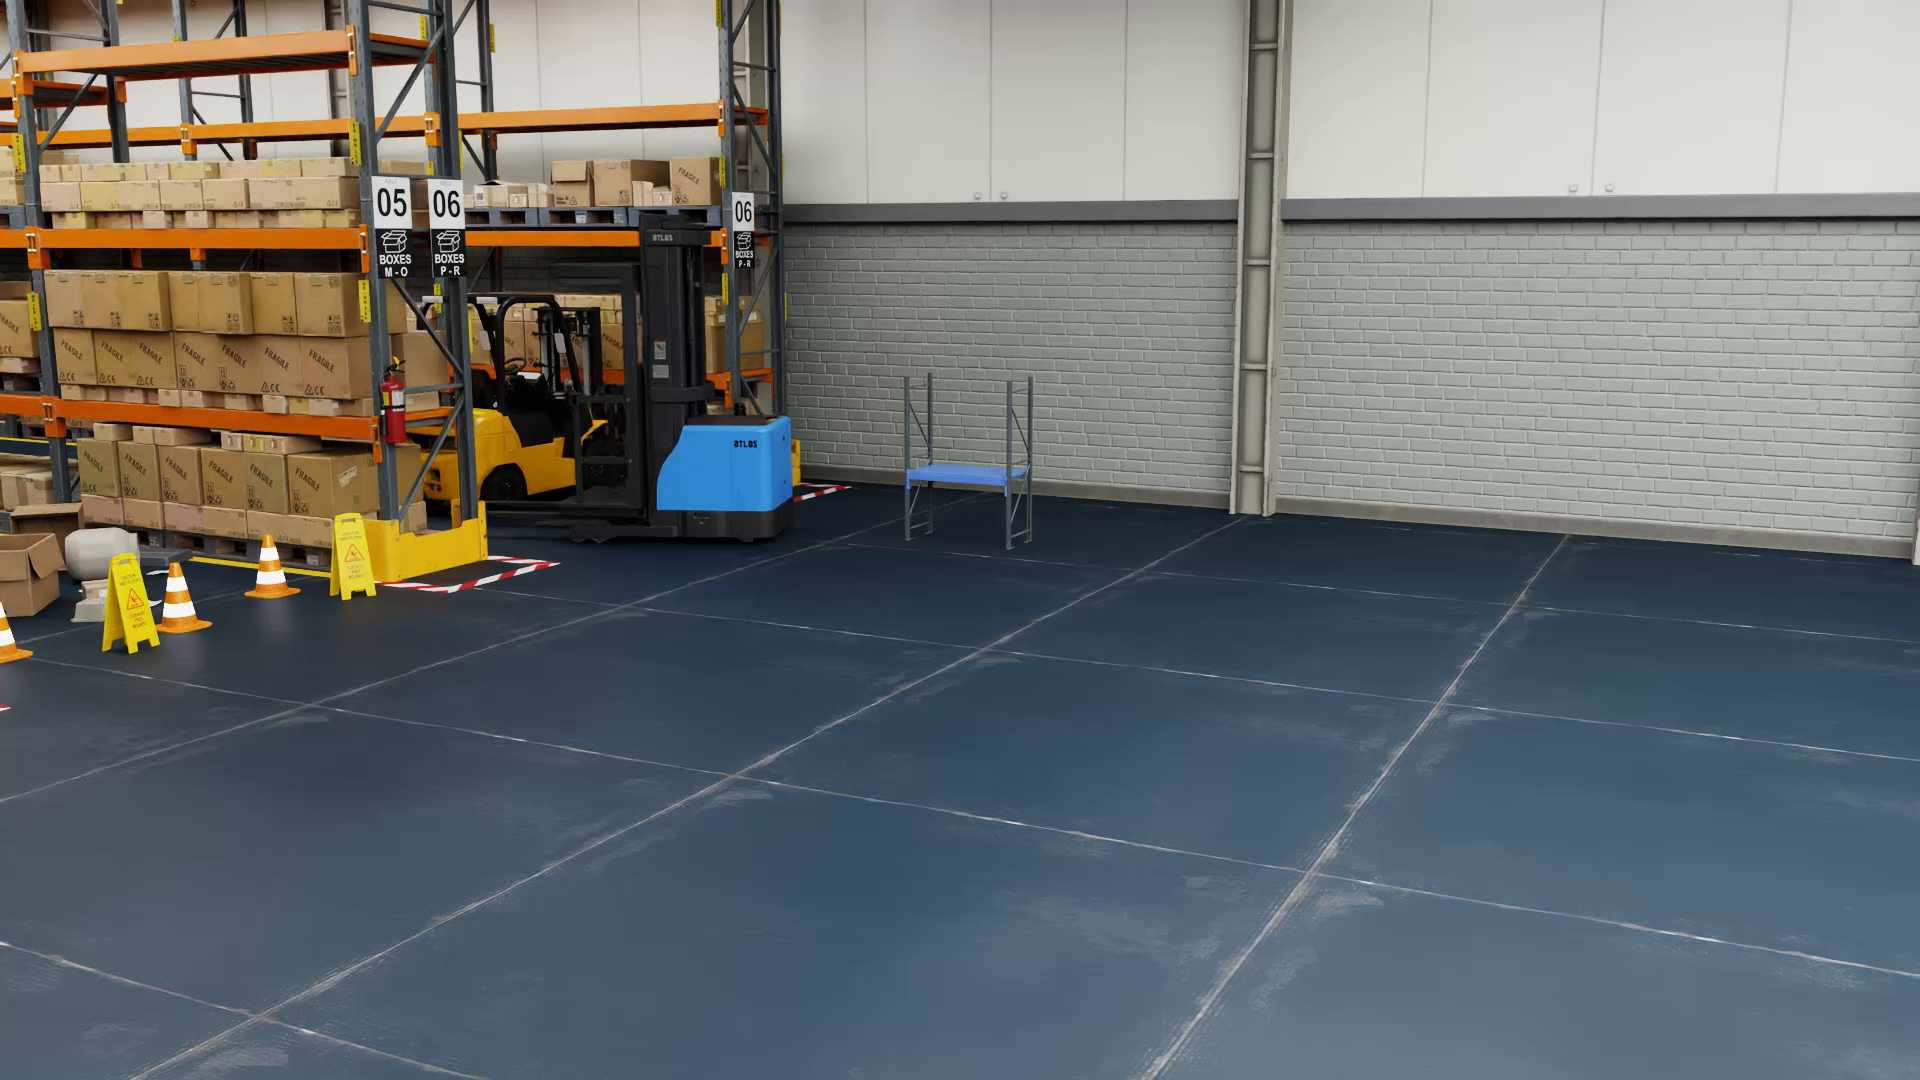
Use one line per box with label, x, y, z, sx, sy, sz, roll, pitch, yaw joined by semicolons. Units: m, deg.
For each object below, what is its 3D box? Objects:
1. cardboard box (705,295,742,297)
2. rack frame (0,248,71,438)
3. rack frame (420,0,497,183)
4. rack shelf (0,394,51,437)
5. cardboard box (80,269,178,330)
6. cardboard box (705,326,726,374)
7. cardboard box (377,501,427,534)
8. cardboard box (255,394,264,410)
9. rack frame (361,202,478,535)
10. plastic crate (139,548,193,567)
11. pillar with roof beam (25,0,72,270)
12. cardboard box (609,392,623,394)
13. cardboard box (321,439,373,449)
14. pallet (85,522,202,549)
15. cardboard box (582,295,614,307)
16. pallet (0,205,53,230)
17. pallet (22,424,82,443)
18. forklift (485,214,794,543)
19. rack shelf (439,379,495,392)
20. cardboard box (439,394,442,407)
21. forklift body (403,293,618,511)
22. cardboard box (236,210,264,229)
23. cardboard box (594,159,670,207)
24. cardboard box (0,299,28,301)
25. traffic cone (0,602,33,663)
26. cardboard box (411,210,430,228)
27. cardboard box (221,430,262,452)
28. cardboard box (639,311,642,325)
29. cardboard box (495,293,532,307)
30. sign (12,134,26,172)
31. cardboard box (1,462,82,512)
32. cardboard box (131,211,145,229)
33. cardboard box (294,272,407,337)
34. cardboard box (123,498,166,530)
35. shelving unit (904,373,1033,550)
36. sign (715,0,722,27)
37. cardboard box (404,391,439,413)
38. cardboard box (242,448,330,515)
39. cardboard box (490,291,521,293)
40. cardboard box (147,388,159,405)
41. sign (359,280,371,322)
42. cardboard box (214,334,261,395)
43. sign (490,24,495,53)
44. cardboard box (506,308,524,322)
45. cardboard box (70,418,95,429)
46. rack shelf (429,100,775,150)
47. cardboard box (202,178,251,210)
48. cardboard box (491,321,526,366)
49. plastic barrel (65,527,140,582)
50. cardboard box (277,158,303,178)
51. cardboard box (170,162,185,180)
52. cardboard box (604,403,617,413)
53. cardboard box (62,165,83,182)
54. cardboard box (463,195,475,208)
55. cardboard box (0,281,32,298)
cardboard box;-2.621;-2.631;18.428;0.250;0.149;0.380;5;12;28
rack frame;-12.965;-2.970;23.240;0.127;3.000;1.000;5;11;26
rack frame;-5.791;-5.292;19.223;0.127;3.000;1.000;5;11;26
rack shelf;-9.777;-1.351;16.310;4.000;0.370;1.077;5;11;26
cardboard box;-7.237;-2.122;14.626;0.500;0.500;0.700;5;11;26
cardboard box;-2.761;-2.071;17.989;0.500;0.500;0.500;5;11;25
cardboard box;-4.998;-0.193;14.436;0.500;0.250;0.500;5;11;25
cardboard box;-5.735;-1.187;14.094;0.250;0.149;0.380;5;11;27
rack frame;-4.397;-1.232;13.633;0.127;3.000;1.000;5;11;26
plastic crate;-6.939;0.144;14.228;0.583;0.080;0.402;1;10;6
pillar with roof beam;-15.096;-5.434;20.005;0.548;9.000;9.100;5;11;26
cardboard box;-3.901;-1.560;19.181;0.500;0.250;0.500;5;11;25
cardboard box;-5.490;-0.604;14.603;0.500;0.500;0.500;5;11;24
pallet;-7.366;-0.128;15.362;1.213;0.211;1.003;5;11;26
cardboard box;-3.996;-2.654;18.555;0.250;0.149;0.380;5;11;27
pallet;-8.490;-2.996;15.487;1.003;0.211;1.213;5;11;26
pallet;-12.219;-1.540;23.168;1.213;0.211;1.003;5;11;26
forklift;-3.133;-1.509;15.356;3.031;2.935;1.130;1;10;6
rack shelf;-7.585;-2.144;20.692;4.000;0.370;1.077;5;11;26
cardboard box;-6.264;-1.417;20.148;0.625;0.625;0.875;6;12;28
forklift body;-4.712;-1.465;17.307;1.214;2.155;2.313;5;11;26
cardboard box;-5.744;-2.651;13.758;0.250;0.149;0.380;5;11;25
cardboard box;-3.583;-3.899;18.205;0.500;0.500;0.700;5;11;26
cardboard box;-8.945;-1.988;15.516;0.500;0.500;0.500;5;11;26
traffic cone;-6.344;0.546;10.932;0.334;0.463;0.336;5;11;26
cardboard box;-4.551;-2.662;13.820;0.250;0.149;0.380;5;11;26
cardboard box;-6.049;-0.855;14.164;0.250;0.149;0.380;6;12;28
cardboard box;-3.304;-2.443;18.222;0.250;0.149;0.380;5;11;25
cardboard box;-5.129;-2.757;19.126;0.250;0.149;0.380;5;11;25
sign;-8.226;-3.382;14.535;0.005;0.325;0.100;5;11;26
cardboard box;-8.455;-0.502;15.798;0.625;0.372;0.950;5;11;27
cardboard box;-6.890;-2.755;14.334;0.250;0.149;0.380;5;11;24
cardboard box;-4.951;-1.925;13.539;0.500;0.500;0.700;5;11;24
cardboard box;-7.091;-0.271;14.865;0.500;0.250;0.500;6;12;29
shelving unit;0.076;-0.731;15.079;1.048;1.500;0.538;5;11;26
sign;-2.457;-5.390;16.918;0.005;0.325;0.100;5;11;26
cardboard box;-4.610;-1.168;13.986;0.250;0.149;0.380;5;11;26
cardboard box;-5.700;-0.517;14.117;0.500;0.500;0.500;6;12;28
cardboard box;-5.371;-2.878;19.791;0.250;0.149;0.380;5;11;26
cardboard box;-6.883;-1.279;14.597;0.250;0.149;0.380;5;11;26
sign;-4.660;-1.870;13.021;0.005;0.325;0.100;5;11;26
cardboard box;-5.900;-1.506;14.034;0.500;0.500;0.500;5;11;26
sign;-5.523;-5.916;19.604;0.005;0.325;0.100;5;11;26
cardboard box;-4.954;-2.574;18.946;0.250;0.149;0.380;5;12;27
cardboard box;-11.703;-1.793;22.572;0.500;0.500;0.500;5;11;24
rack shelf;-3.997;-4.584;18.452;4.000;0.370;1.077;5;11;26
cardboard box;-5.893;-2.858;13.780;0.500;0.250;0.500;5;12;27
cardboard box;-5.034;-2.274;19.112;0.500;0.500;0.500;5;12;27
plastic barrel;-6.919;0.115;13.426;0.512;0.421;0.421;-4;11;-23
cardboard box;-5.282;-3.000;13.445;0.250;0.149;0.380;5;11;25
cardboard box;-6.415;-3.106;14.030;0.250;0.149;0.380;5;12;27
cardboard box;-3.672;-1.434;18.487;0.500;0.250;0.500;5;11;27
cardboard box;-7.600;-3.199;14.547;0.250;0.149;0.380;5;12;28
cardboard box;-5.523;-3.864;19.002;0.250;0.149;0.380;5;12;27
cardboard box;-9.269;-2.431;16.144;0.250;0.149;0.380;6;12;29
